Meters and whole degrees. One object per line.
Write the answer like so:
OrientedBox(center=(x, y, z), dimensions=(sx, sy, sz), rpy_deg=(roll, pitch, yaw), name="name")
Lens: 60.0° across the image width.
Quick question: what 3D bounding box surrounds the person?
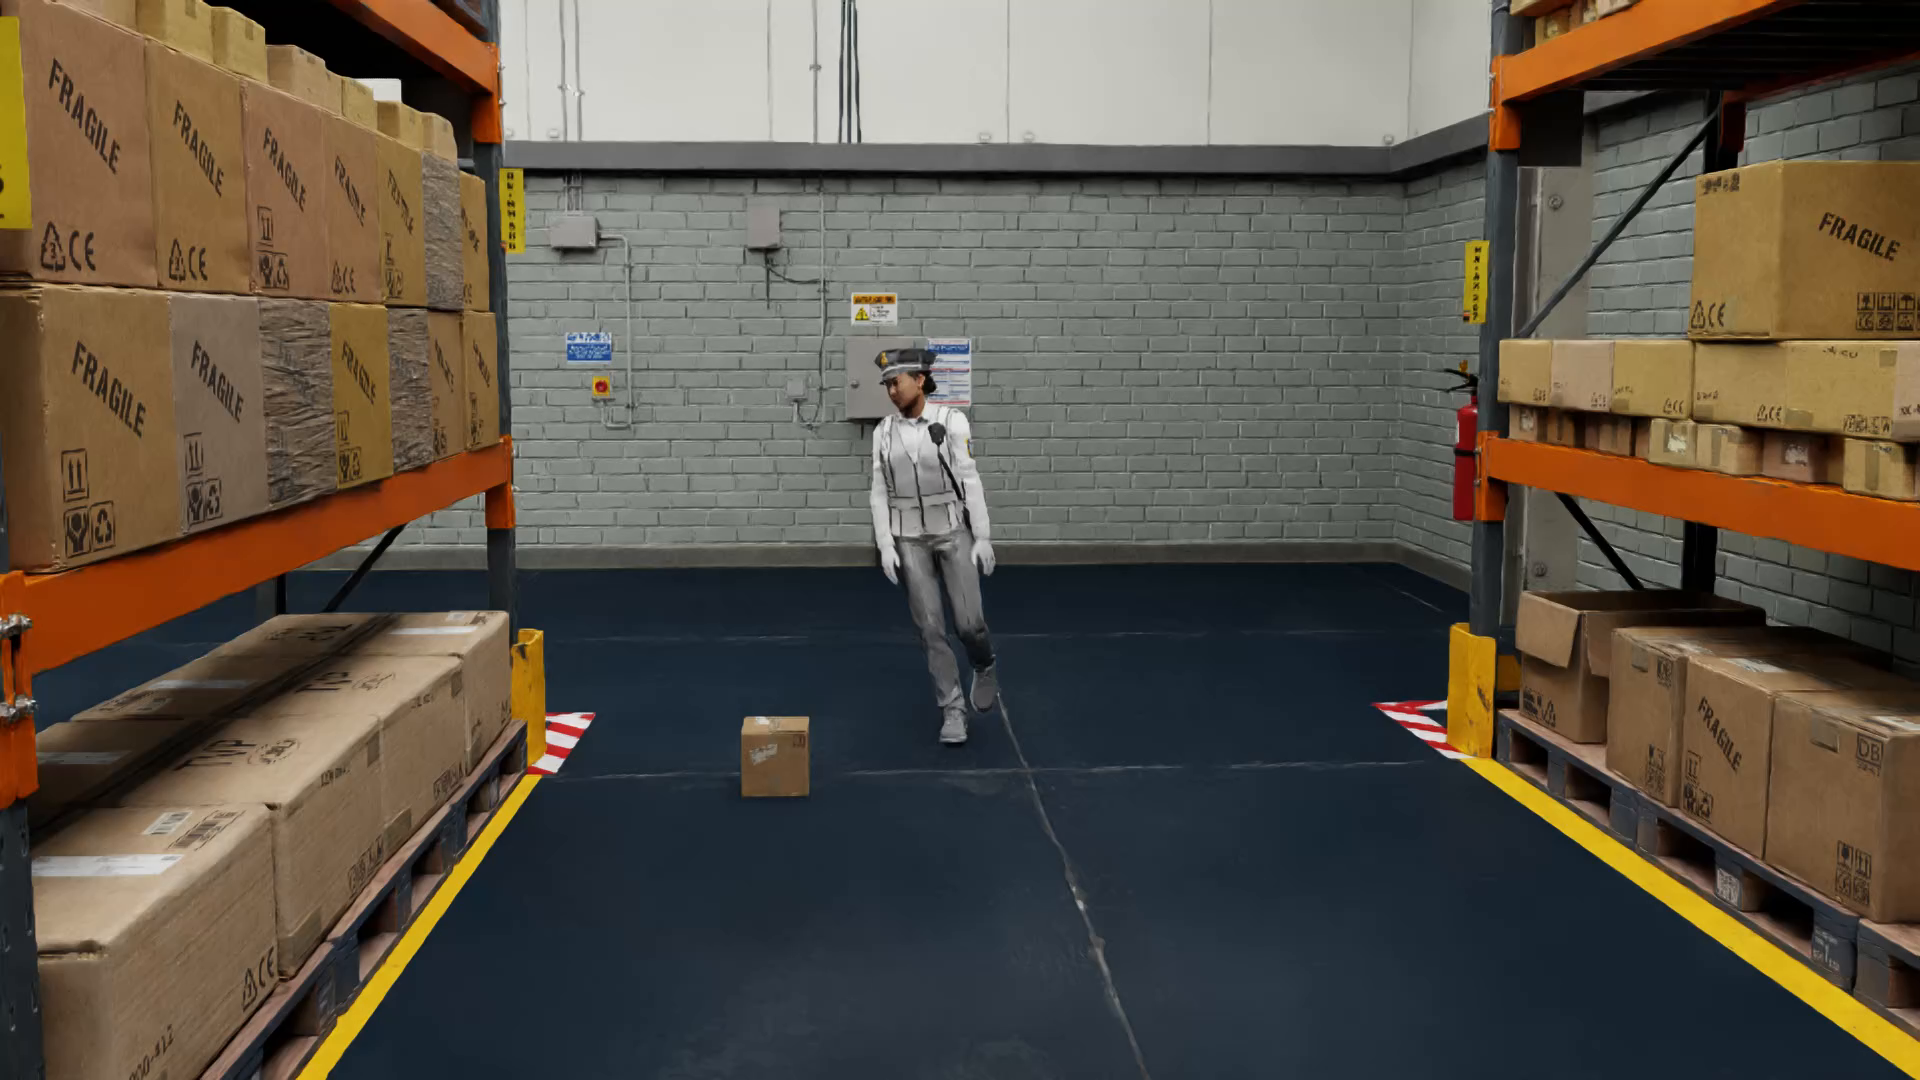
OrientedBox(center=(-0.111, 0.005, 7.129), dimensions=(0.546, 1.651, 0.555), rpy_deg=(1, 7, 10), name="person")
